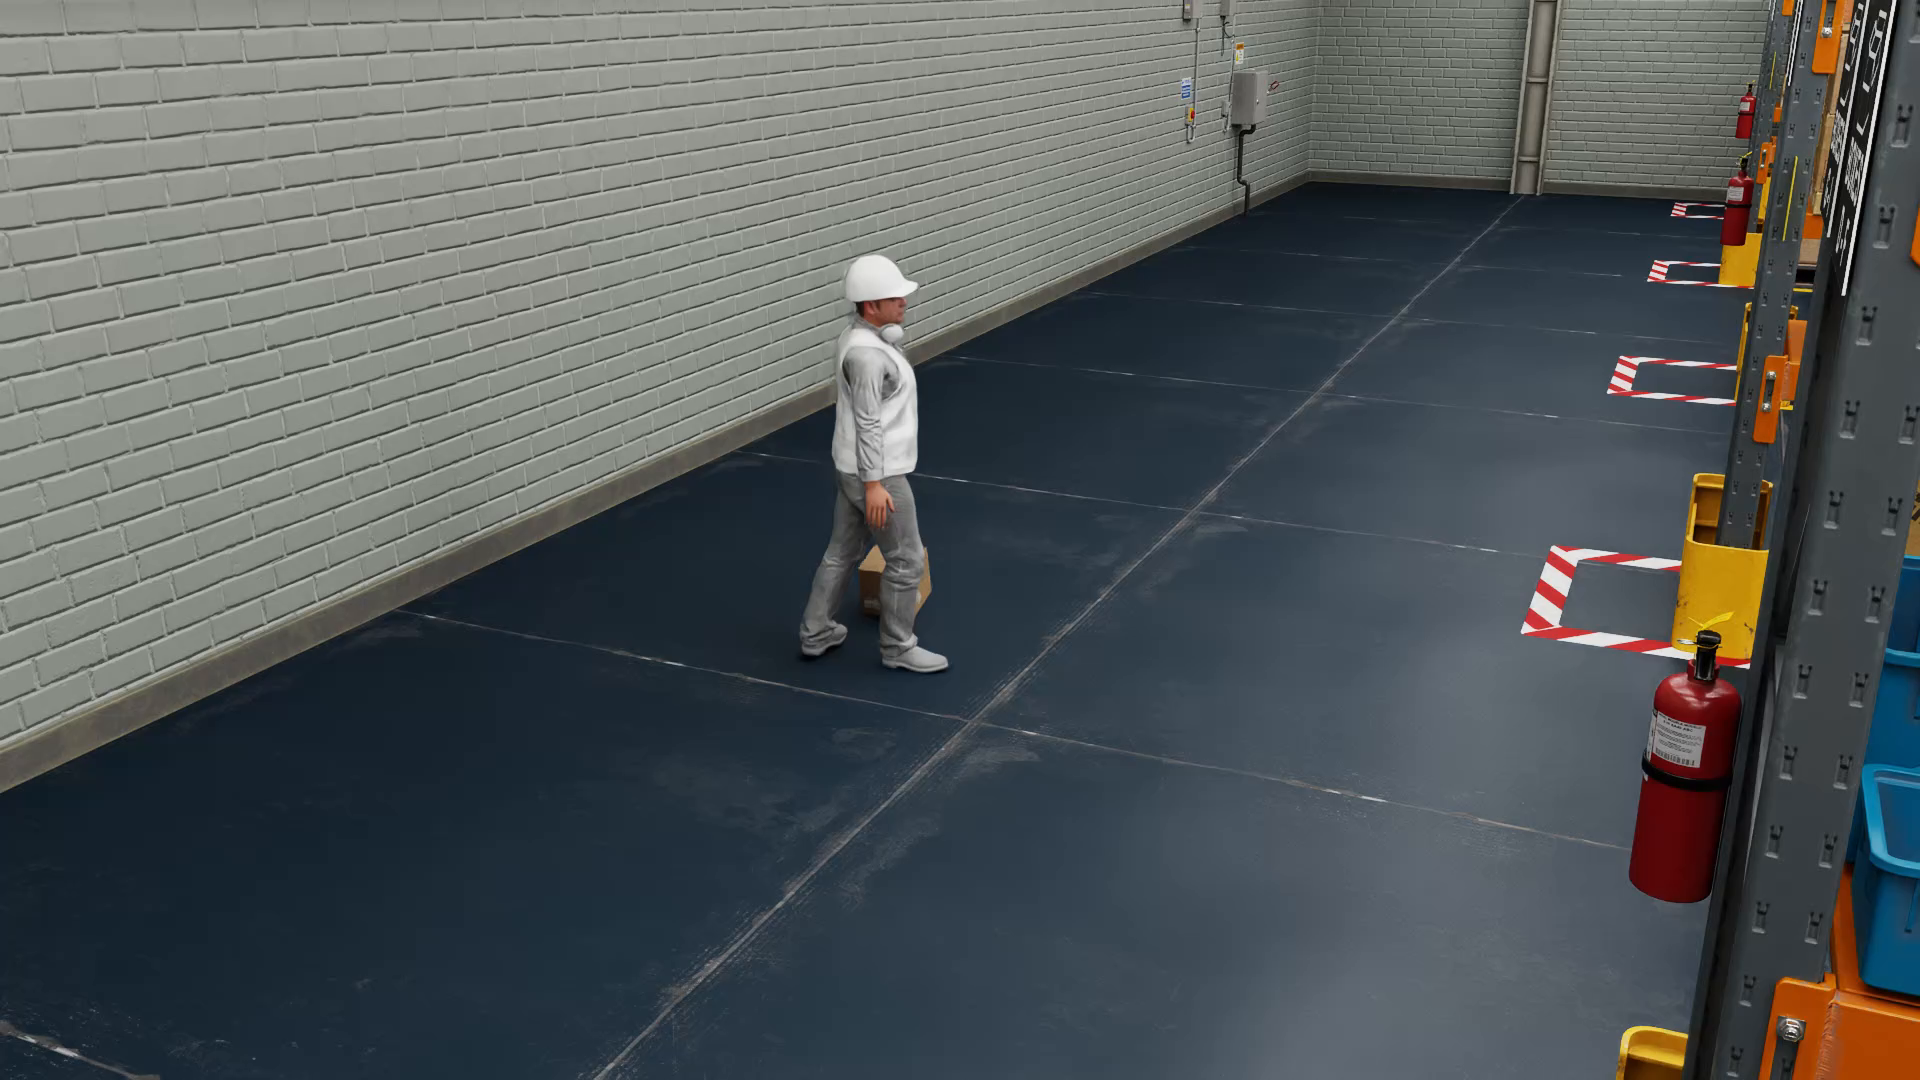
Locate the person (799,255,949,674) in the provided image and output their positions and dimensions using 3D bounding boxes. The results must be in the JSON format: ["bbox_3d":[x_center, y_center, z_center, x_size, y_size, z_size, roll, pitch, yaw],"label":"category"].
[{"bbox_3d":[-0.375,-0.303,6.916,0.618,1.766,0.614,-3,19,-9],"label":"person"}]
